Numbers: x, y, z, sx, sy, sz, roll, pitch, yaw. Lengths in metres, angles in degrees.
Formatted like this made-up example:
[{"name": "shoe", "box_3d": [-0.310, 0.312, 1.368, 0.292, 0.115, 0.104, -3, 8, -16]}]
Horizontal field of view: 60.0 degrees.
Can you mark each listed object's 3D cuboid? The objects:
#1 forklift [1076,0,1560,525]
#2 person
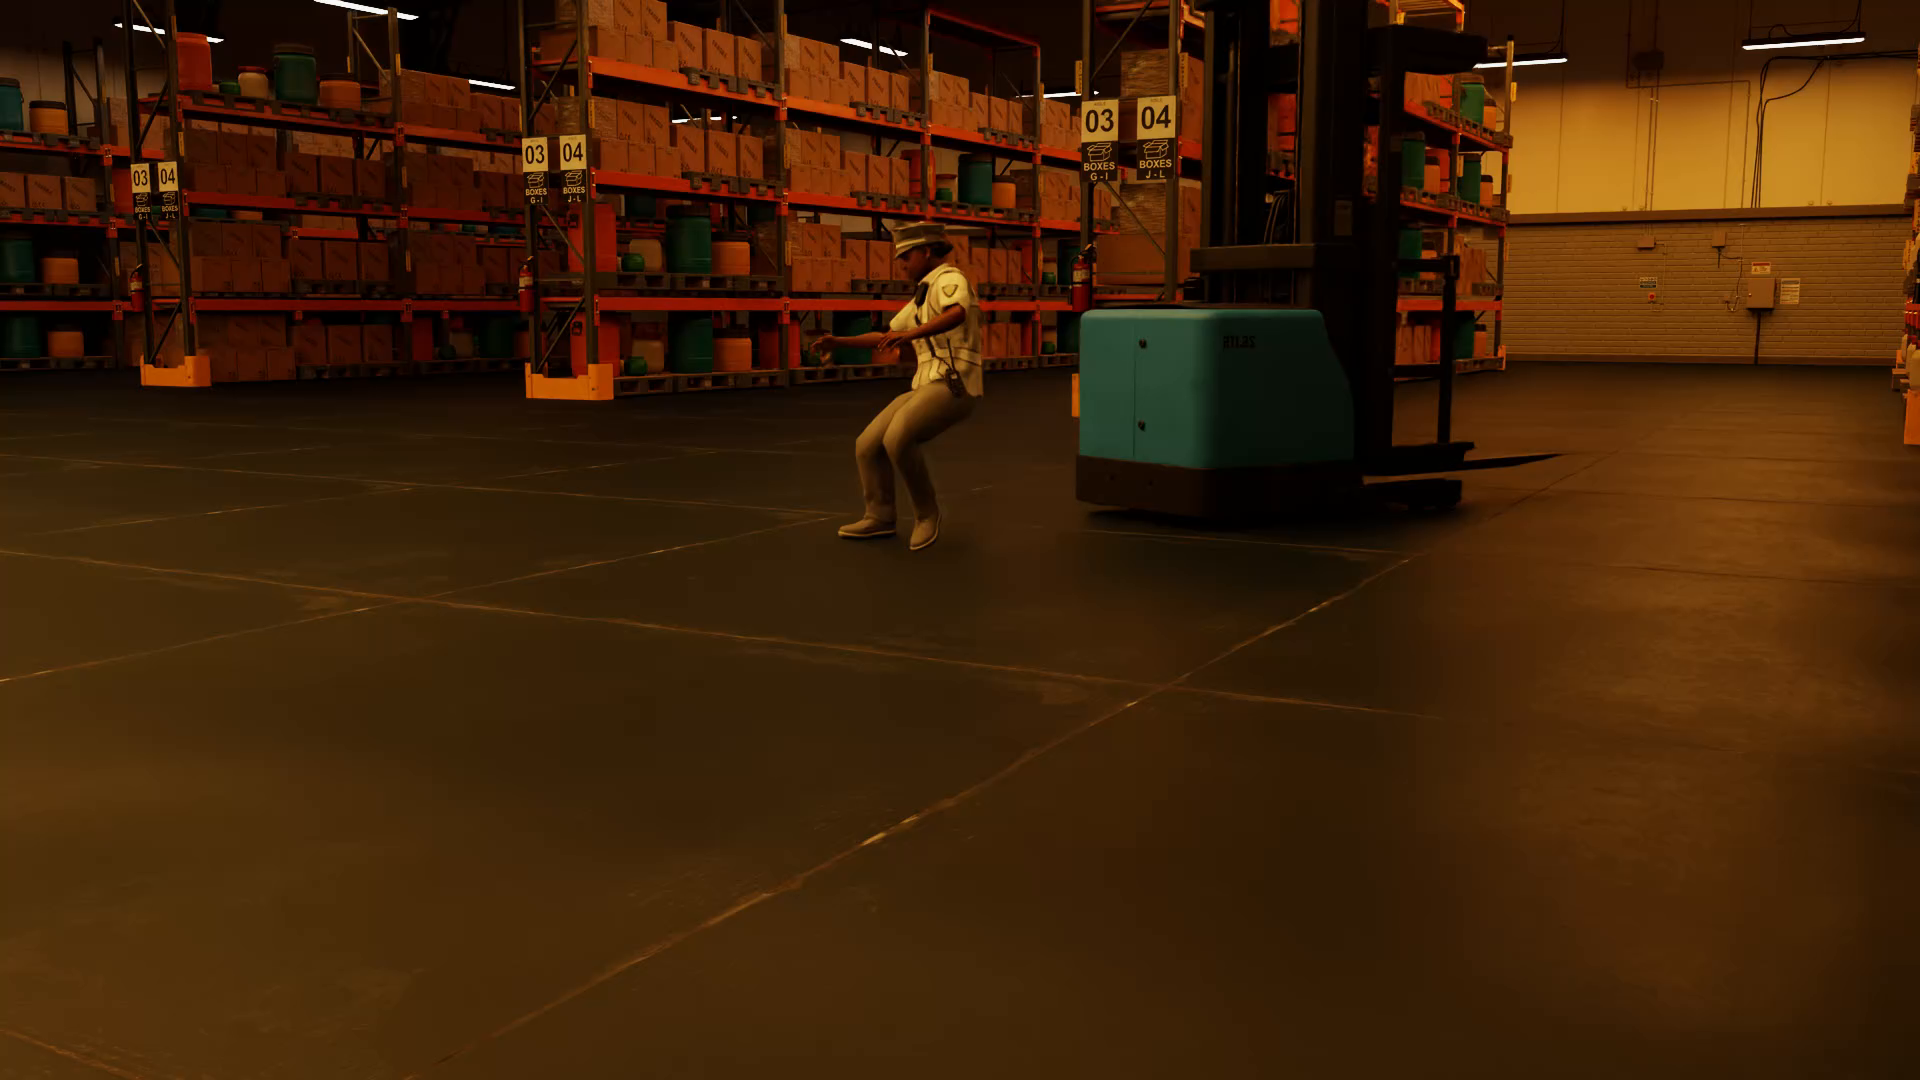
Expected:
[{"name": "forklift", "box_3d": [2.119, -1.658, 9.106, 3.031, 2.935, 1.130, -5, 10, -34]}, {"name": "person", "box_3d": [-0.274, -0.692, 7.475, 0.731, 1.463, 0.894, -2, 8, -17]}]
